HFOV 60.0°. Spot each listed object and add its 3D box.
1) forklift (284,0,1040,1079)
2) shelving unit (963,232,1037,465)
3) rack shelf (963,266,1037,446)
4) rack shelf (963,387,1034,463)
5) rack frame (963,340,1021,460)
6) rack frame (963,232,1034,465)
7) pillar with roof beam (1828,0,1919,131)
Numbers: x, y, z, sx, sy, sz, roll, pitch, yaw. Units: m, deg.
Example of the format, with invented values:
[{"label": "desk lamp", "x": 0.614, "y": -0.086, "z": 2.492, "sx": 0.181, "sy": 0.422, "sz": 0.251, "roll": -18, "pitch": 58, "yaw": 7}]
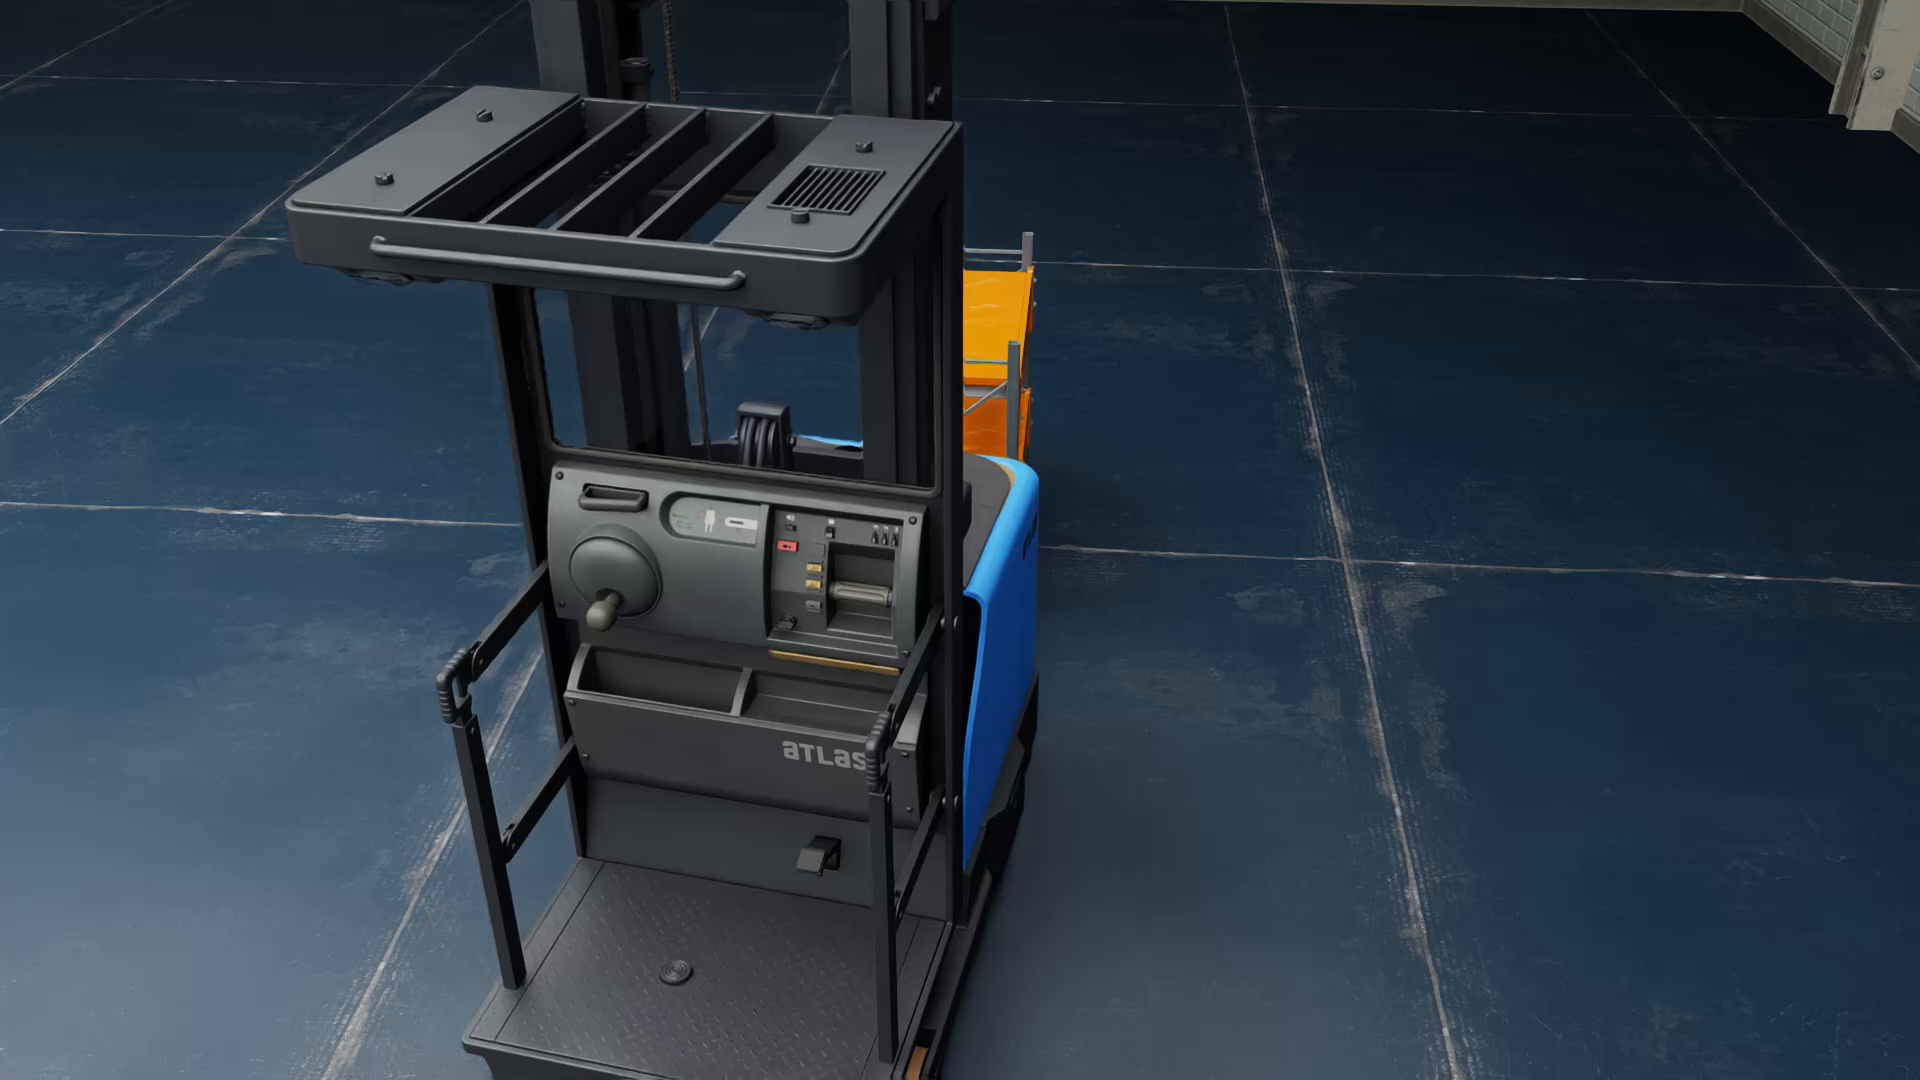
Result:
[{"label": "forklift", "x": -0.591, "y": 0.111, "z": 3.777, "sx": 1.130, "sy": 2.935, "sz": 3.031, "roll": 7, "pitch": 32, "yaw": 12}, {"label": "shelving unit", "x": -0.001, "y": -0.475, "z": 6.449, "sx": 0.538, "sy": 1.125, "sz": 1.048, "roll": 2, "pitch": 32, "yaw": 4}, {"label": "rack shelf", "x": -0.001, "y": -0.725, "z": 6.296, "sx": 0.538, "sy": 0.278, "sz": 1.000, "roll": 2, "pitch": 32, "yaw": 4}, {"label": "rack shelf", "x": -0.001, "y": -0.267, "z": 6.577, "sx": 0.538, "sy": 0.278, "sz": 1.000, "roll": 2, "pitch": 32, "yaw": 4}, {"label": "rack frame", "x": -0.042, "y": -0.210, "z": 6.018, "sx": 0.500, "sy": 1.125, "sz": 0.032, "roll": 2, "pitch": 32, "yaw": 4}, {"label": "rack frame", "x": 0.041, "y": -0.741, "z": 6.880, "sx": 0.500, "sy": 1.125, "sz": 0.032, "roll": 2, "pitch": 32, "yaw": 4}, {"label": "pillar with roof beam", "x": 1.897, "y": -6.892, "z": 9.357, "sx": 9.100, "sy": 9.000, "sz": 0.400, "roll": 2, "pitch": 32, "yaw": 4}]
